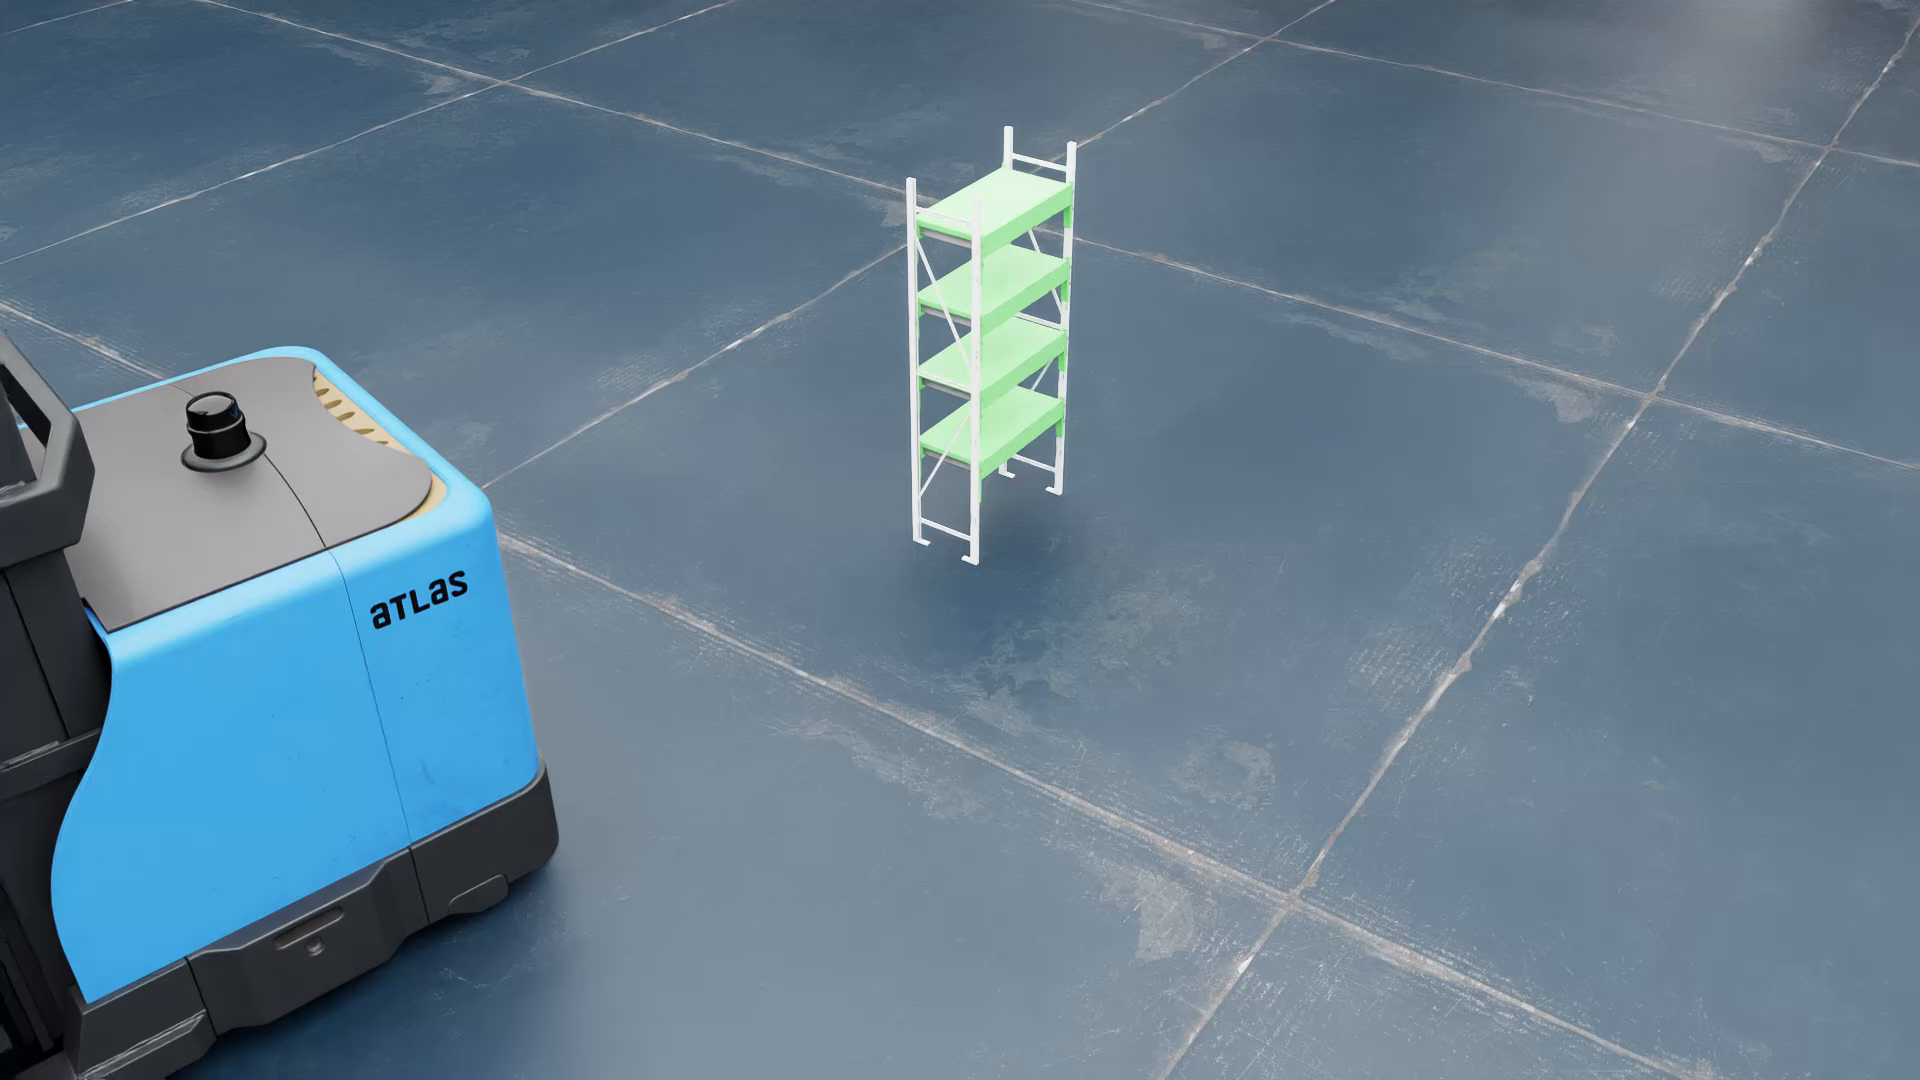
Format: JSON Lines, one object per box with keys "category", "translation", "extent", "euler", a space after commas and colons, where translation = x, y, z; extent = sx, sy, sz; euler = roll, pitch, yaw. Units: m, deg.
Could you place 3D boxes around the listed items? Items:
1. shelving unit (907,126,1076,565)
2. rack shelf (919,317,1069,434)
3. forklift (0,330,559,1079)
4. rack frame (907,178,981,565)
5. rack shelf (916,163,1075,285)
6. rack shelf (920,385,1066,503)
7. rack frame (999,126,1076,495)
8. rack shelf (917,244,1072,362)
{"category": "shelving unit", "translation": [0.094, -0.573, 5.027], "extent": [0.258, 1.200, 0.503], "euler": [21, 39, 28]}
{"category": "rack shelf", "translation": [0.094, -0.520, 5.062], "extent": [0.258, 0.148, 0.480], "euler": [21, 39, 28]}
{"category": "forklift", "translation": [-2.420, -0.080, 2.751], "extent": [3.031, 2.935, 1.130], "euler": [-26, 42, -33]}
{"category": "rack frame", "translation": [-0.045, -0.461, 4.860], "extent": [0.240, 1.200, 0.015], "euler": [21, 39, 28]}
{"category": "rack shelf", "translation": [0.094, -0.918, 4.793], "extent": [0.258, 0.148, 0.480], "euler": [21, 39, 28]}
{"category": "rack shelf", "translation": [0.094, -0.321, 5.197], "extent": [0.258, 0.148, 0.480], "euler": [21, 39, 28]}
{"category": "rack frame", "translation": [0.234, -0.685, 5.193], "extent": [0.240, 1.200, 0.015], "euler": [21, 39, 28]}
{"category": "rack shelf", "translation": [0.094, -0.719, 4.928], "extent": [0.258, 0.148, 0.480], "euler": [21, 39, 28]}
